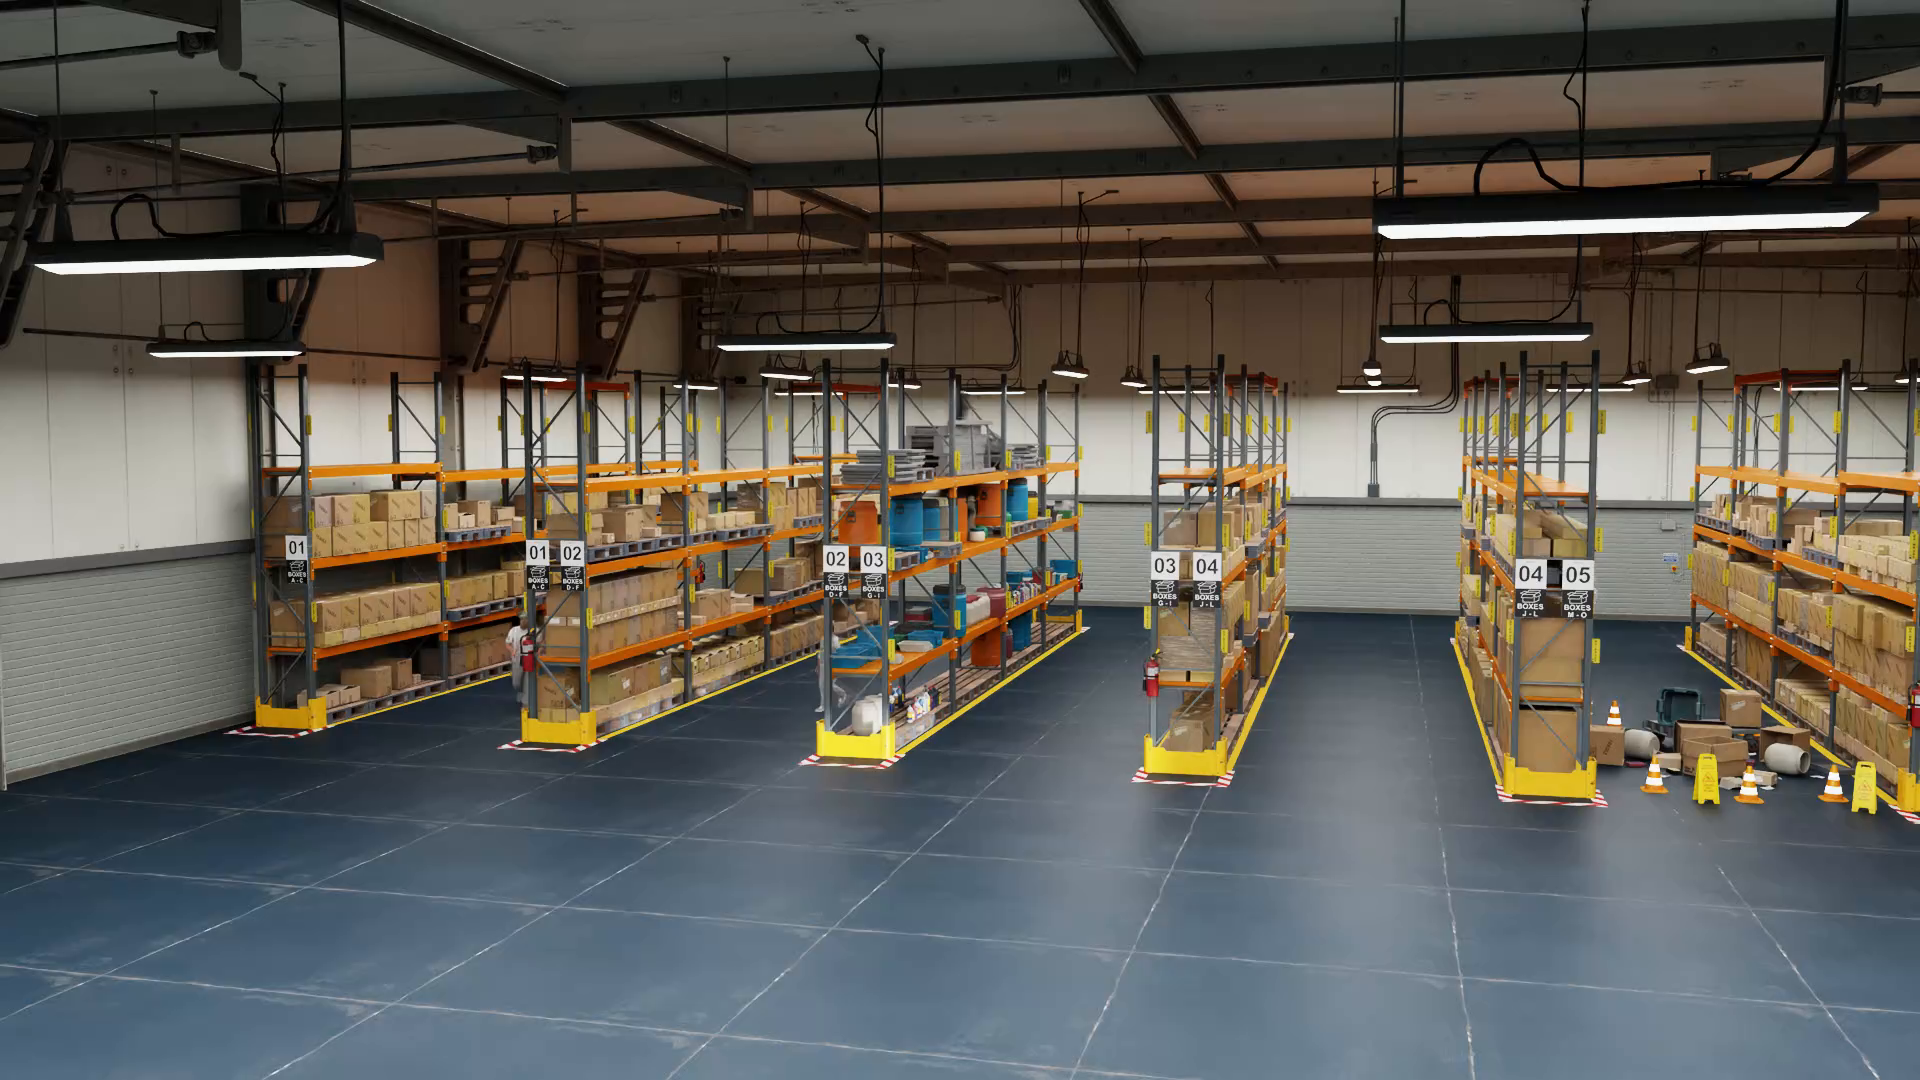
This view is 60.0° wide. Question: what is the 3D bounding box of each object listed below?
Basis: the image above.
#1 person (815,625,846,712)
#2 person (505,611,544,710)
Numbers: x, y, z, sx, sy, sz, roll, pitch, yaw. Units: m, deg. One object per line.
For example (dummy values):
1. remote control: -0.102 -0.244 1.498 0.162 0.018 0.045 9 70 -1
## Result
1. person: -2.240 2.201 28.962 0.497 1.569 0.590 3 5 36
2. person: -7.686 2.106 29.368 0.658 1.741 0.680 -1 4 -11
